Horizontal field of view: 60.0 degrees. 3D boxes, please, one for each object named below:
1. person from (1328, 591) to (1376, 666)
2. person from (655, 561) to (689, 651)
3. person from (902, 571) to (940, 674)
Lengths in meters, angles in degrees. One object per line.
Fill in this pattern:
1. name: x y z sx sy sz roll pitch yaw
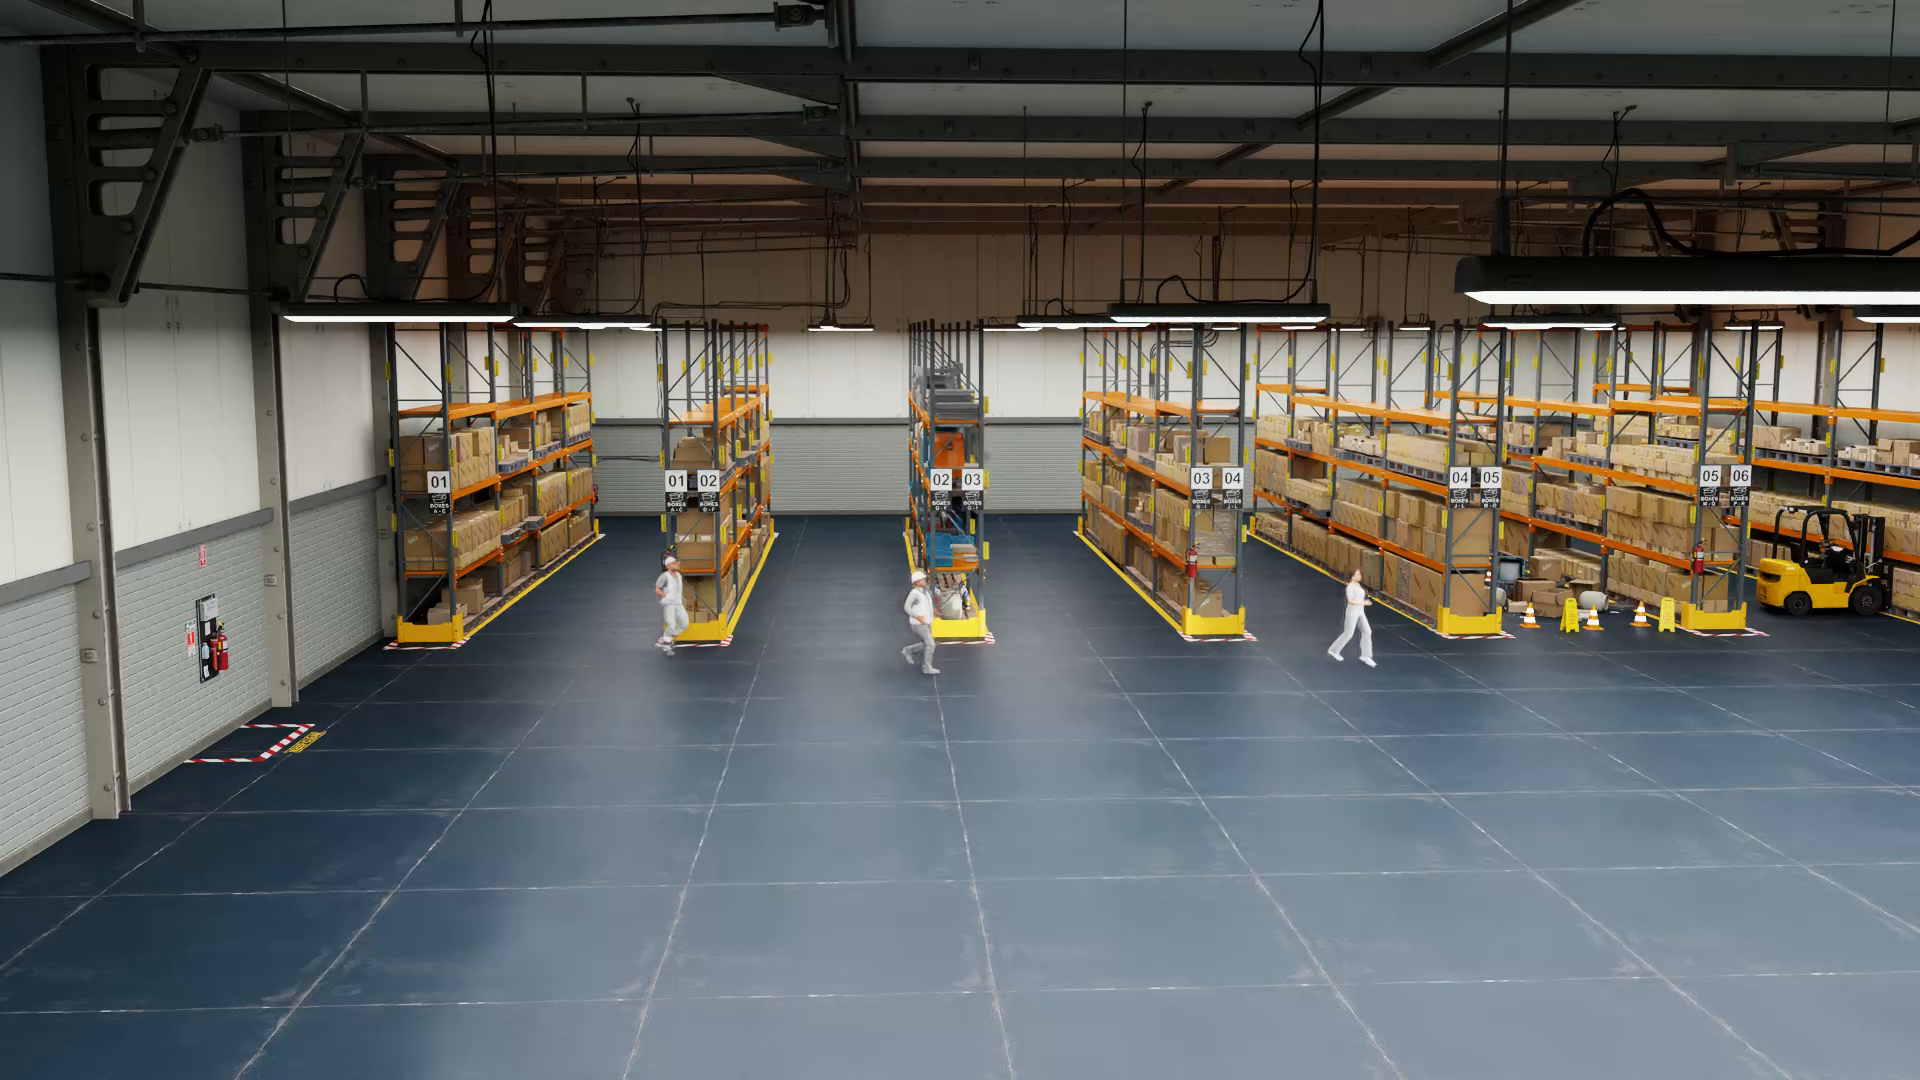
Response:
1. person: 6.847 1.531 28.976 0.853 1.303 0.349 5 9 36
2. person: -5.126 1.170 29.807 0.518 1.646 0.680 6 9 38
3. person: -0.683 1.393 28.163 0.753 1.732 0.666 3 8 24
